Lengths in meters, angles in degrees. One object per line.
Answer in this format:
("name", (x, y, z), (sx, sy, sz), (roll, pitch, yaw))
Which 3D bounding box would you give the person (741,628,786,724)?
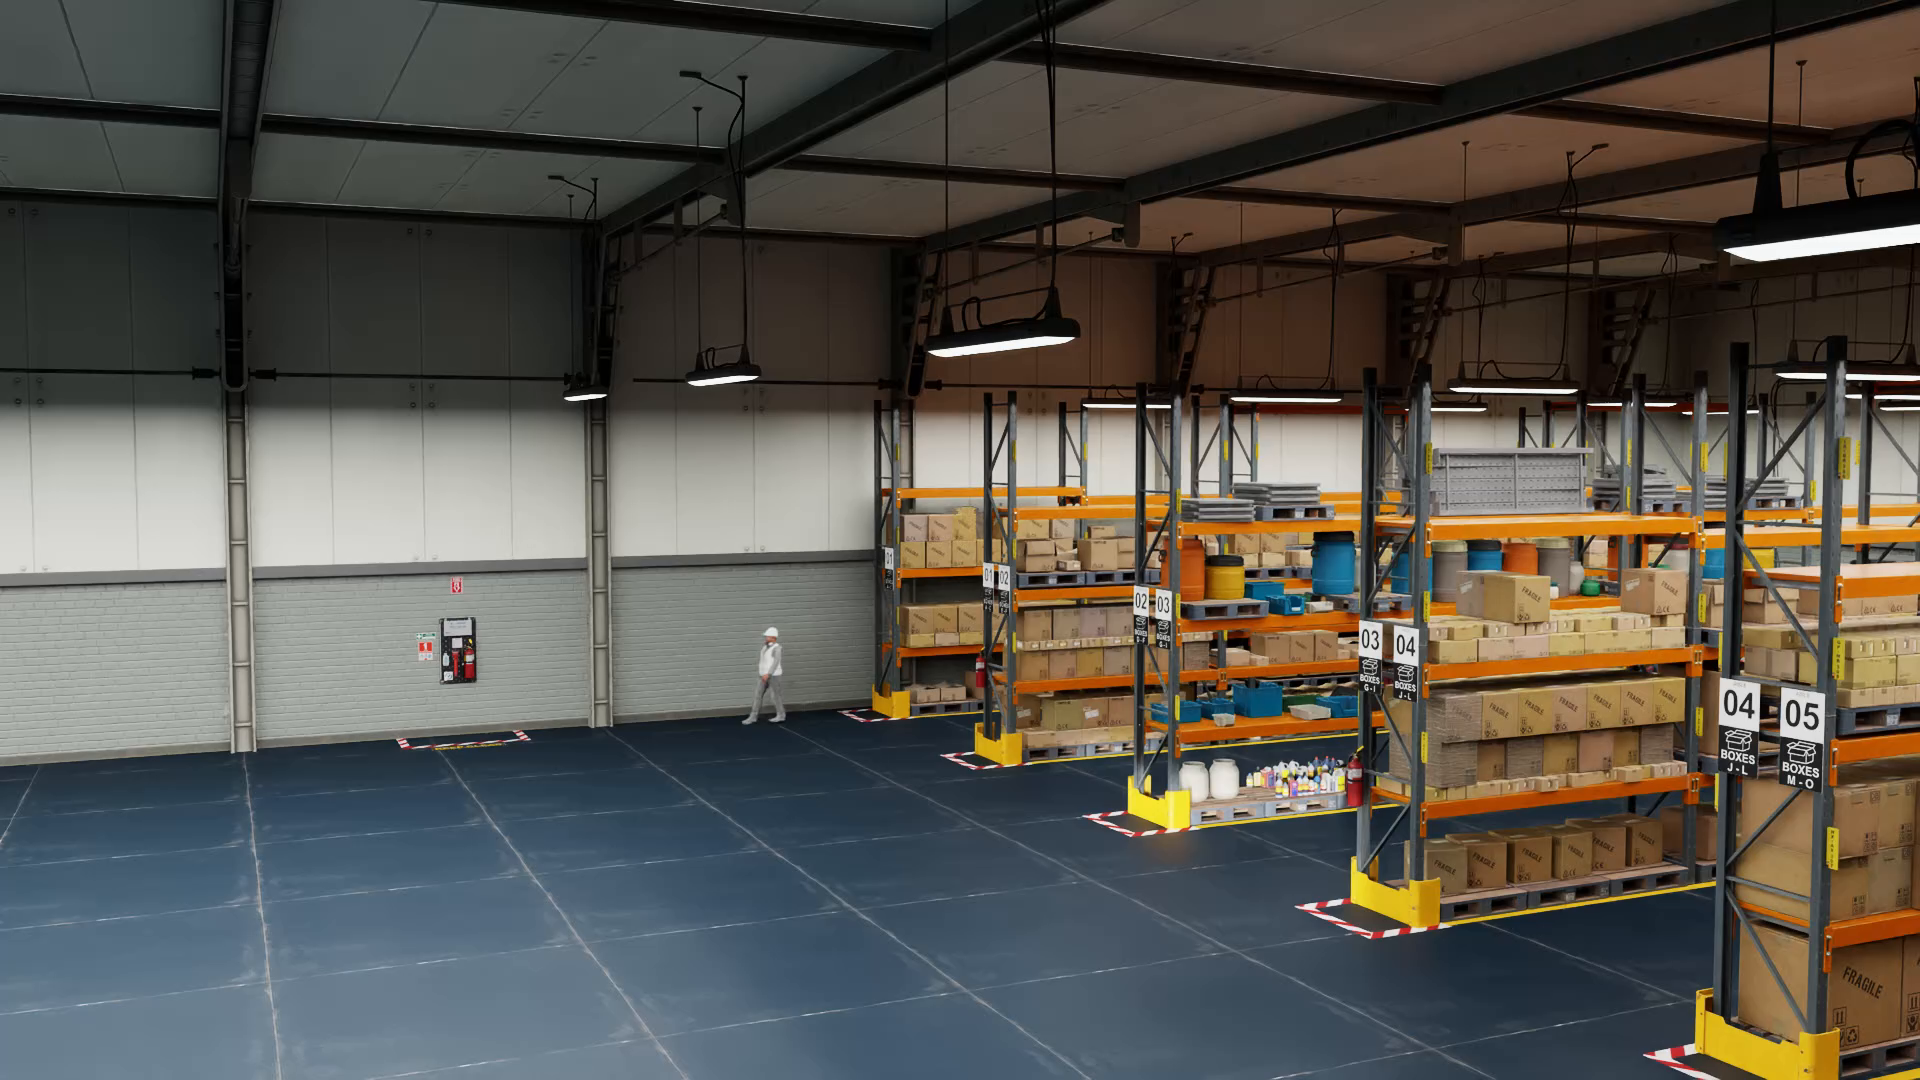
("person", (-3.567, 2.497, 30.582), (0.558, 1.759, 0.783), (3, 5, 44))

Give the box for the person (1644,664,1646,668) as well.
("person", (15.052, 2.120, 36.975), (0.644, 1.767, 0.754), (0, 3, -7))
